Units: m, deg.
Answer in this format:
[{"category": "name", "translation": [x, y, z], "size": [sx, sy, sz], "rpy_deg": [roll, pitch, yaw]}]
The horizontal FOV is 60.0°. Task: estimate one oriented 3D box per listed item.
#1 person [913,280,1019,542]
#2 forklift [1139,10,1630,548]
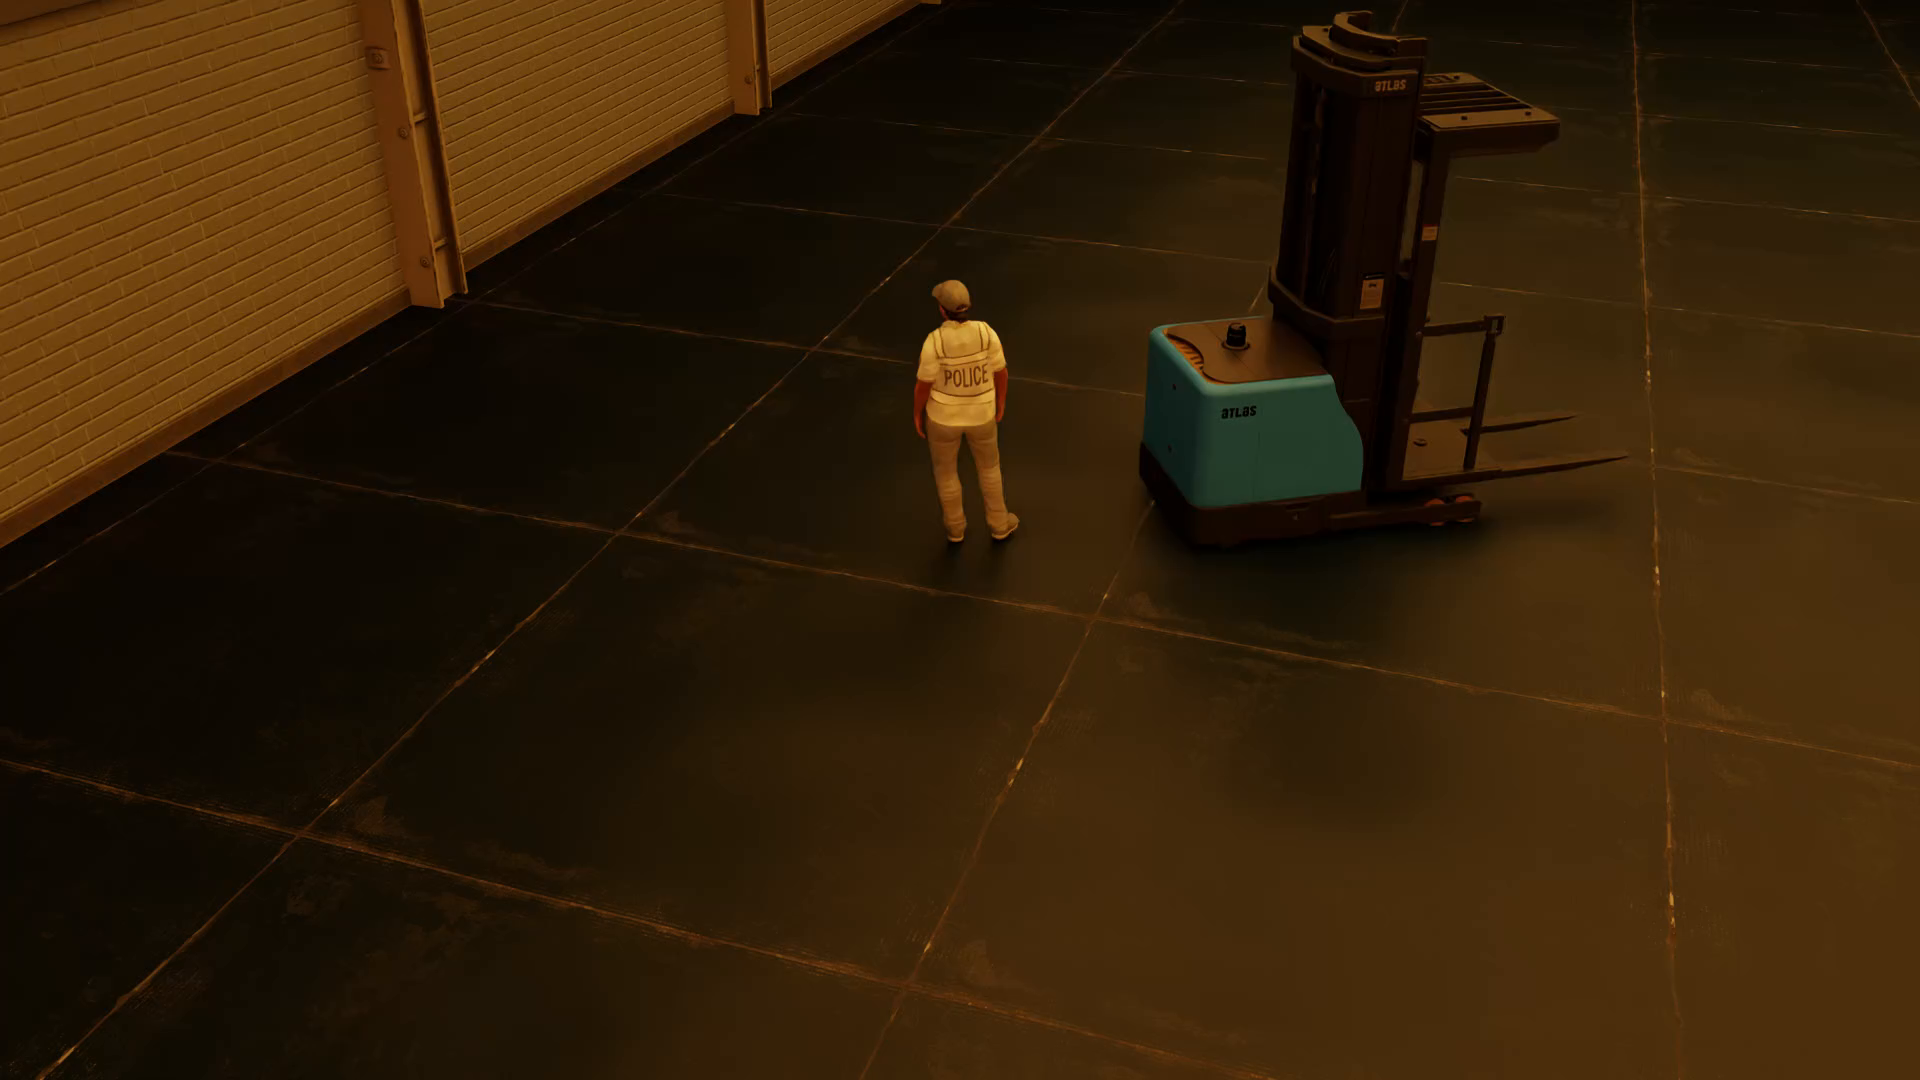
[{"category": "person", "translation": [0.050, -0.750, 9.730], "size": [0.682, 1.670, 0.417], "rpy_deg": [-7, 31, -13]}, {"category": "forklift", "translation": [2.725, -1.603, 9.949], "size": [3.031, 2.935, 1.130], "rpy_deg": [-7, 30, -12]}]
